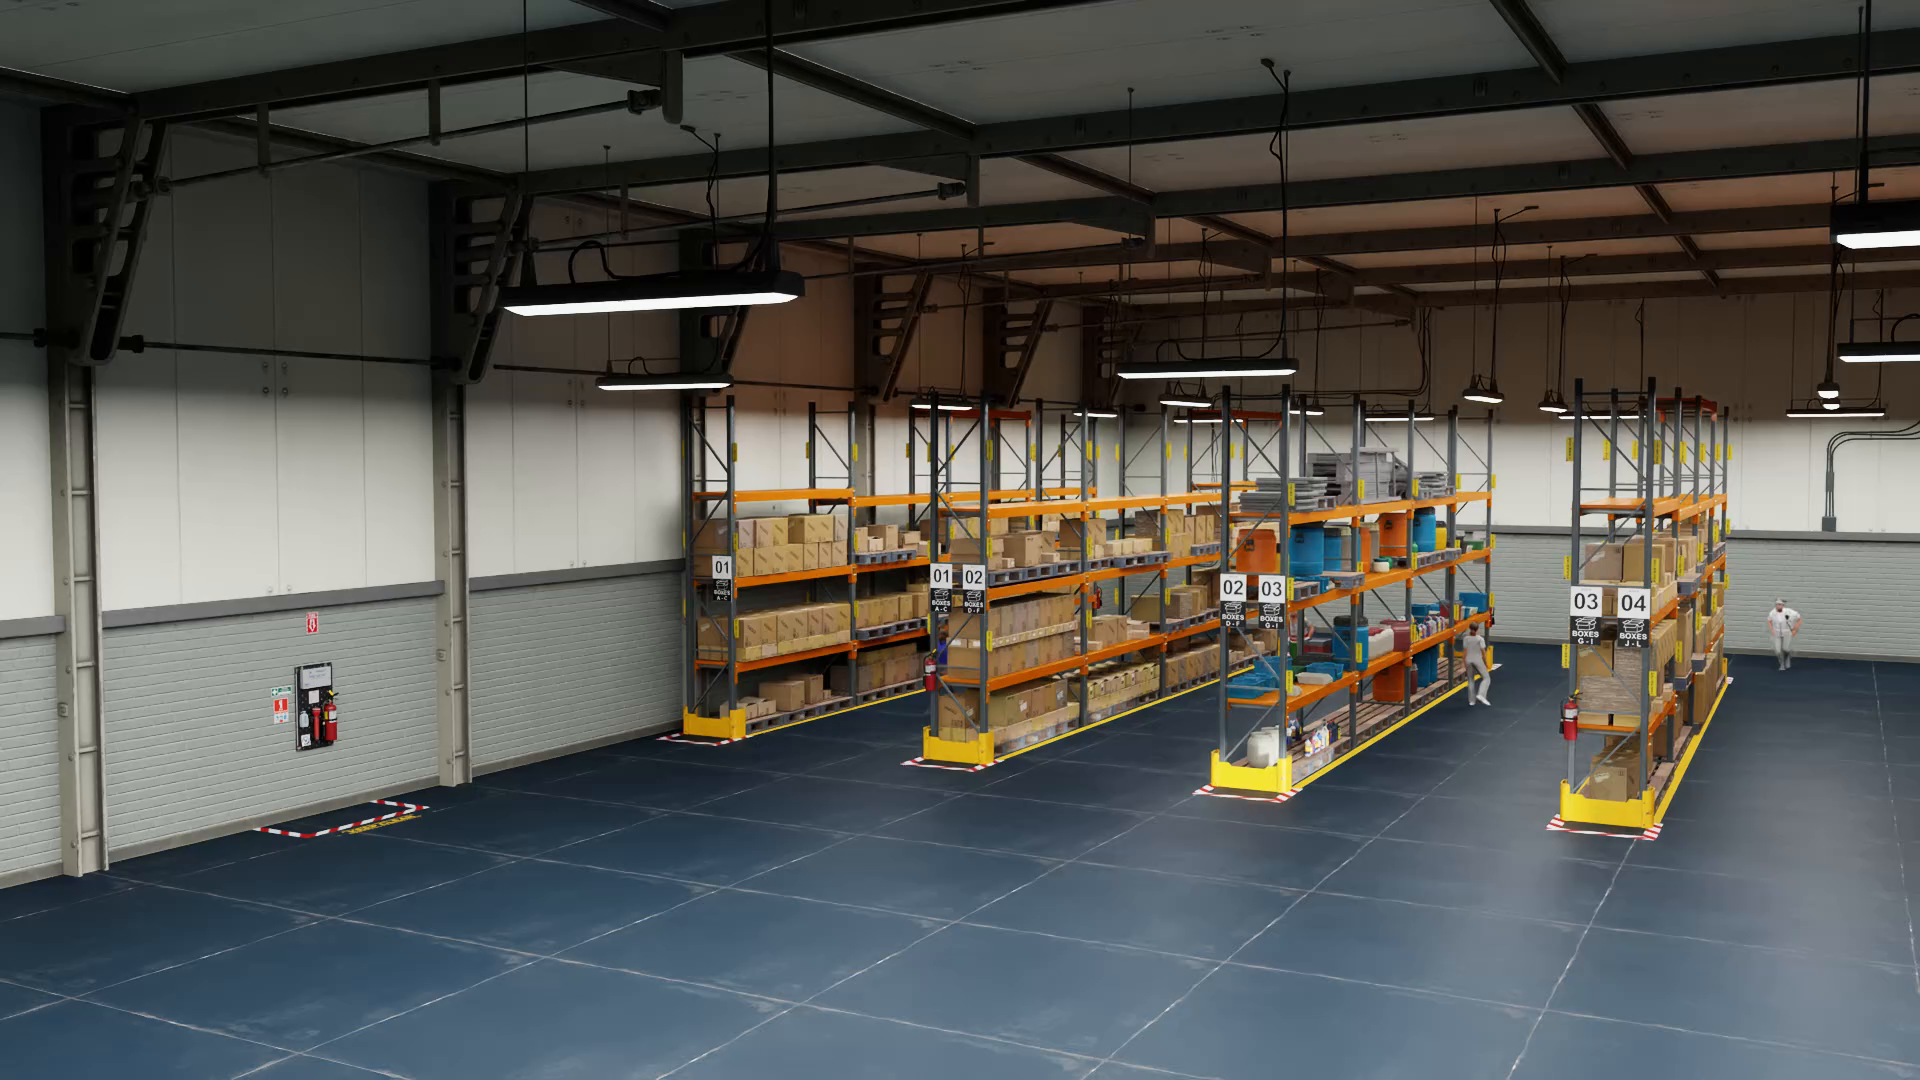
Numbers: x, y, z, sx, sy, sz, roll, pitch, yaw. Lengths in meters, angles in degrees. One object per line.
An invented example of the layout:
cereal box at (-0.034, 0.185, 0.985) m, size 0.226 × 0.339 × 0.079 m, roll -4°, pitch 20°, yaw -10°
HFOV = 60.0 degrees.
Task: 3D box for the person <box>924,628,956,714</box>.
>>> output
person at (-0.361, 2.506, 31.748) m, size 0.467 × 1.608 × 0.896 m, roll 2°, pitch 4°, yaw 35°

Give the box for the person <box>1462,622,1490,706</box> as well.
person at (10.196, 2.452, 32.779) m, size 0.594 × 1.665 × 0.569 m, roll 2°, pitch 4°, yaw 33°

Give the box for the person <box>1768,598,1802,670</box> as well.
person at (18.939, 2.158, 38.179) m, size 0.716 × 1.680 × 0.693 m, roll 2°, pitch 4°, yaw 36°

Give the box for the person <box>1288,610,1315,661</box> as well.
person at (7.454, 2.244, 36.492) m, size 0.696 × 1.688 × 0.619 m, roll 2°, pitch 4°, yaw 35°
